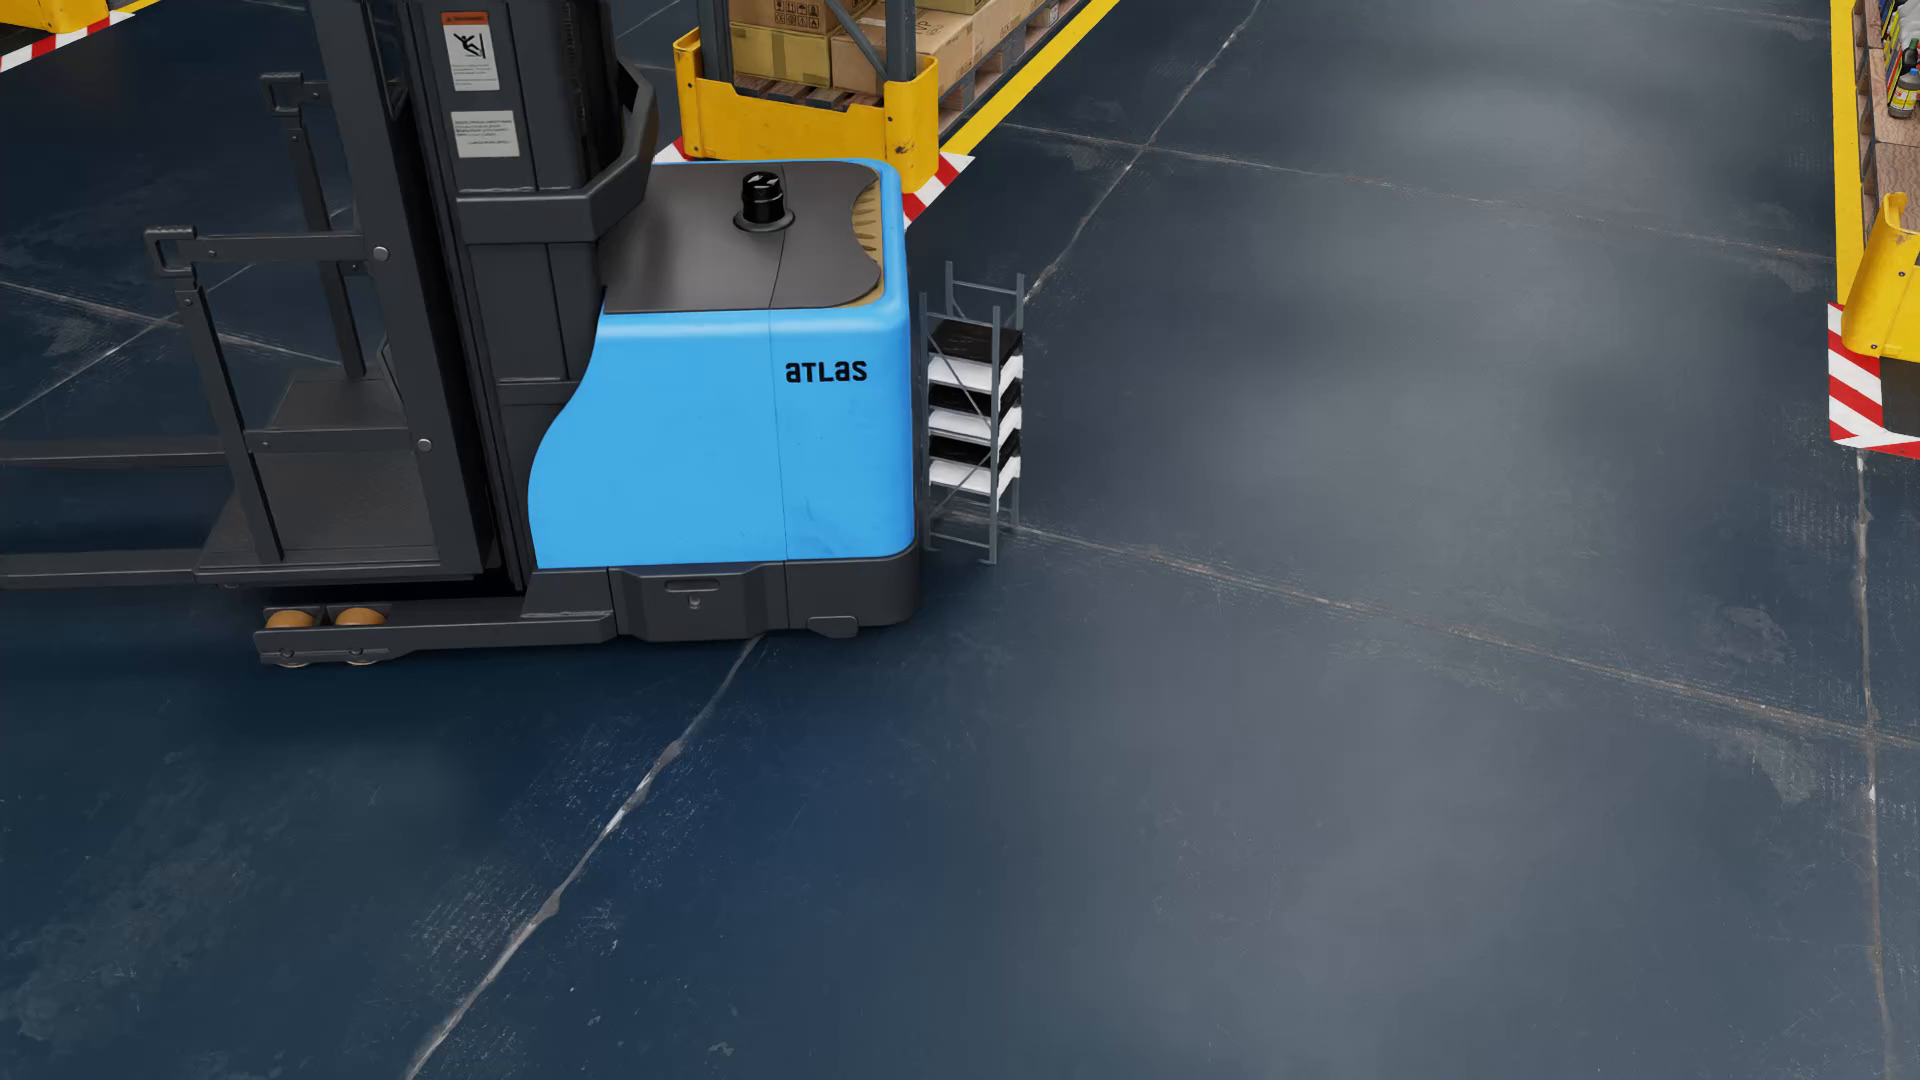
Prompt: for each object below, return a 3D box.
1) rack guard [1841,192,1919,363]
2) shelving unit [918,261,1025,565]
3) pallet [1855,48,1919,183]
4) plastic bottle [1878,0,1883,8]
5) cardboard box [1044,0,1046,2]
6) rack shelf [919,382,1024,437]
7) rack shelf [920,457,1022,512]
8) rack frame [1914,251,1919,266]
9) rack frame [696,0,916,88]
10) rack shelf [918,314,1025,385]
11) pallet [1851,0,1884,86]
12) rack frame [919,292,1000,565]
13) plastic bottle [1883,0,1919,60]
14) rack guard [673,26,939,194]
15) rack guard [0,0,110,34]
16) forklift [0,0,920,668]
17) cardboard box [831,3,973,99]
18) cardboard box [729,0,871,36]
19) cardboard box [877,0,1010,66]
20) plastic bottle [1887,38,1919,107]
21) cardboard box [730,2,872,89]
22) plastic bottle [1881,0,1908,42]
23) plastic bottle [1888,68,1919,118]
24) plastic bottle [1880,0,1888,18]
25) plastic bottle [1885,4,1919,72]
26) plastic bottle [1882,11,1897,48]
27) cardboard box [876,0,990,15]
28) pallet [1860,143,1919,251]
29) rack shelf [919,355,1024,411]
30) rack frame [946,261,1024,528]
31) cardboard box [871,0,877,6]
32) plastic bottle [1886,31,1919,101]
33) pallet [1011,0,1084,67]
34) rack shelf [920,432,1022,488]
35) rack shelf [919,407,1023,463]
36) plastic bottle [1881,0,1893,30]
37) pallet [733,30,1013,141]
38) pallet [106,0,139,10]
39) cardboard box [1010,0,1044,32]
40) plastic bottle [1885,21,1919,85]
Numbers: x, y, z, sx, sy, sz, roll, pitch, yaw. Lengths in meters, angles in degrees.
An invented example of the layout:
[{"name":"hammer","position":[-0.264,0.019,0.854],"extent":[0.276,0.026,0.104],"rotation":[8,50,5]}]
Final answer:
[{"name":"rack guard","position":[3.892,-0.867,5.992],"extent":[1.175,0.500,0.348],"rotation":[14,39,18]},{"name":"shelving unit","position":[0.035,-0.368,4.990],"extent":[0.258,0.900,0.210],"rotation":[13,39,17]},{"name":"pallet","position":[4.672,-1.873,7.580],"extent":[1.003,0.211,1.213],"rotation":[14,39,18]},{"name":"plastic bottle","position":[4.804,-2.854,8.470],"extent":[0.152,0.276,0.135],"rotation":[15,39,19]},{"name":"cardboard box","position":[0.309,-3.089,8.823],"extent":[0.500,0.250,0.500],"rotation":[14,39,18]},{"name":"rack shelf","position":[0.035,-0.413,4.956],"extent":[0.258,0.077,0.200],"rotation":[13,39,17]},{"name":"rack shelf","position":[0.035,-0.197,5.118],"extent":[0.258,0.077,0.200],"rotation":[13,39,17]},{"name":"rack frame","position":[3.906,-1.816,5.173],"extent":[1.000,3.000,0.127],"rotation":[14,39,18]},{"name":"rack frame","position":[-0.673,-2.946,6.686],"extent":[1.000,3.000,0.127],"rotation":[14,39,18]},{"name":"rack shelf","position":[0.035,-0.557,4.848],"extent":[0.258,0.077,0.200],"rotation":[13,39,17]},{"name":"pallet","position":[5.134,-2.551,8.486],"extent":[1.003,0.211,1.213],"rotation":[14,39,18]},{"name":"rack frame","position":[-0.001,-0.311,4.914],"extent":[0.240,0.900,0.006],"rotation":[13,39,17]},{"name":"plastic bottle","position":[4.504,-2.453,7.872],"extent":[0.144,0.351,0.185],"rotation":[14,39,17]},{"name":"rack guard","position":[-0.682,-1.931,7.416],"extent":[1.175,0.500,0.348],"rotation":[14,39,18]},{"name":"rack guard","position":[-5.227,-3.113,8.997],"extent":[1.175,0.500,0.348],"rotation":[14,39,18]},{"name":"forklift","position":[-1.654,-1.135,4.321],"extent":[3.031,2.935,1.130],"rotation":[-2,37,-3]},{"name":"cardboard box","position":[-0.263,-2.259,7.713],"extent":[0.500,0.250,0.500],"rotation":[14,39,18]},{"name":"cardboard box","position":[-0.744,-2.678,7.647],"extent":[0.500,0.500,0.500],"rotation":[14,39,18]},{"name":"cardboard box","position":[-0.076,-2.537,8.084],"extent":[0.500,0.250,0.500],"rotation":[14,39,18]},{"name":"plastic bottle","position":[4.227,-2.089,7.441],"extent":[0.061,0.283,0.133],"rotation":[15,39,19]},{"name":"cardboard box","position":[-0.742,-2.377,7.871],"extent":[0.500,0.250,0.500],"rotation":[14,39,18]},{"name":"plastic bottle","position":[4.564,-2.580,8.097],"extent":[0.061,0.283,0.133],"rotation":[16,40,20]},{"name":"plastic bottle","position":[4.200,-1.988,7.374],"extent":[0.097,0.201,0.097],"rotation":[0,37,0]},{"name":"plastic bottle","position":[4.738,-2.793,8.326],"extent":[0.144,0.351,0.185],"rotation":[15,39,19]},{"name":"plastic bottle","position":[4.433,-2.350,7.734],"extent":[0.144,0.351,0.185],"rotation":[15,39,20]},{"name":"plastic bottle","position":[4.536,-2.477,8.029],"extent":[0.097,0.201,0.097],"rotation":[0,37,0]},{"name":"cardboard box","position":[-0.075,-2.837,7.859],"extent":[0.500,0.500,0.500],"rotation":[14,39,18]},{"name":"pallet","position":[4.206,-1.200,6.679],"extent":[1.003,0.211,1.213],"rotation":[14,39,18]},{"name":"rack shelf","position":[0.035,-0.485,4.902],"extent":[0.258,0.077,0.200],"rotation":[13,39,17]},{"name":"rack frame","position":[0.071,-0.424,5.066],"extent":[0.240,0.900,0.006],"rotation":[13,39,17]},{"name":"cardboard box","position":[-0.563,-2.657,8.245],"extent":[0.500,0.250,0.500],"rotation":[14,39,18]},{"name":"plastic bottle","position":[4.321,-2.151,7.530],"extent":[0.152,0.276,0.135],"rotation":[14,39,18]},{"name":"pallet","position":[0.045,-2.935,9.000],"extent":[1.003,0.211,1.213],"rotation":[14,39,18]},{"name":"rack shelf","position":[0.035,-0.269,5.064],"extent":[0.258,0.077,0.200],"rotation":[13,39,17]},{"name":"rack shelf","position":[0.035,-0.341,5.010],"extent":[0.258,0.077,0.200],"rotation":[13,39,17]},{"name":"plastic bottle","position":[4.666,-2.688,8.186],"extent":[0.144,0.351,0.185],"rotation":[12,38,16]},{"name":"pallet","position":[-0.421,-2.262,8.100],"extent":[1.003,0.211,1.213],"rotation":[14,39,18]},{"name":"pallet","position":[-4.885,-3.439,9.675],"extent":[1.003,0.211,1.213],"rotation":[14,39,18]},{"name":"cardboard box","position":[0.114,-2.813,8.454],"extent":[0.500,0.250,0.500],"rotation":[14,39,18]},{"name":"plastic bottle","position":[4.374,-2.228,7.632],"extent":[0.152,0.276,0.135],"rotation":[13,39,16]}]
